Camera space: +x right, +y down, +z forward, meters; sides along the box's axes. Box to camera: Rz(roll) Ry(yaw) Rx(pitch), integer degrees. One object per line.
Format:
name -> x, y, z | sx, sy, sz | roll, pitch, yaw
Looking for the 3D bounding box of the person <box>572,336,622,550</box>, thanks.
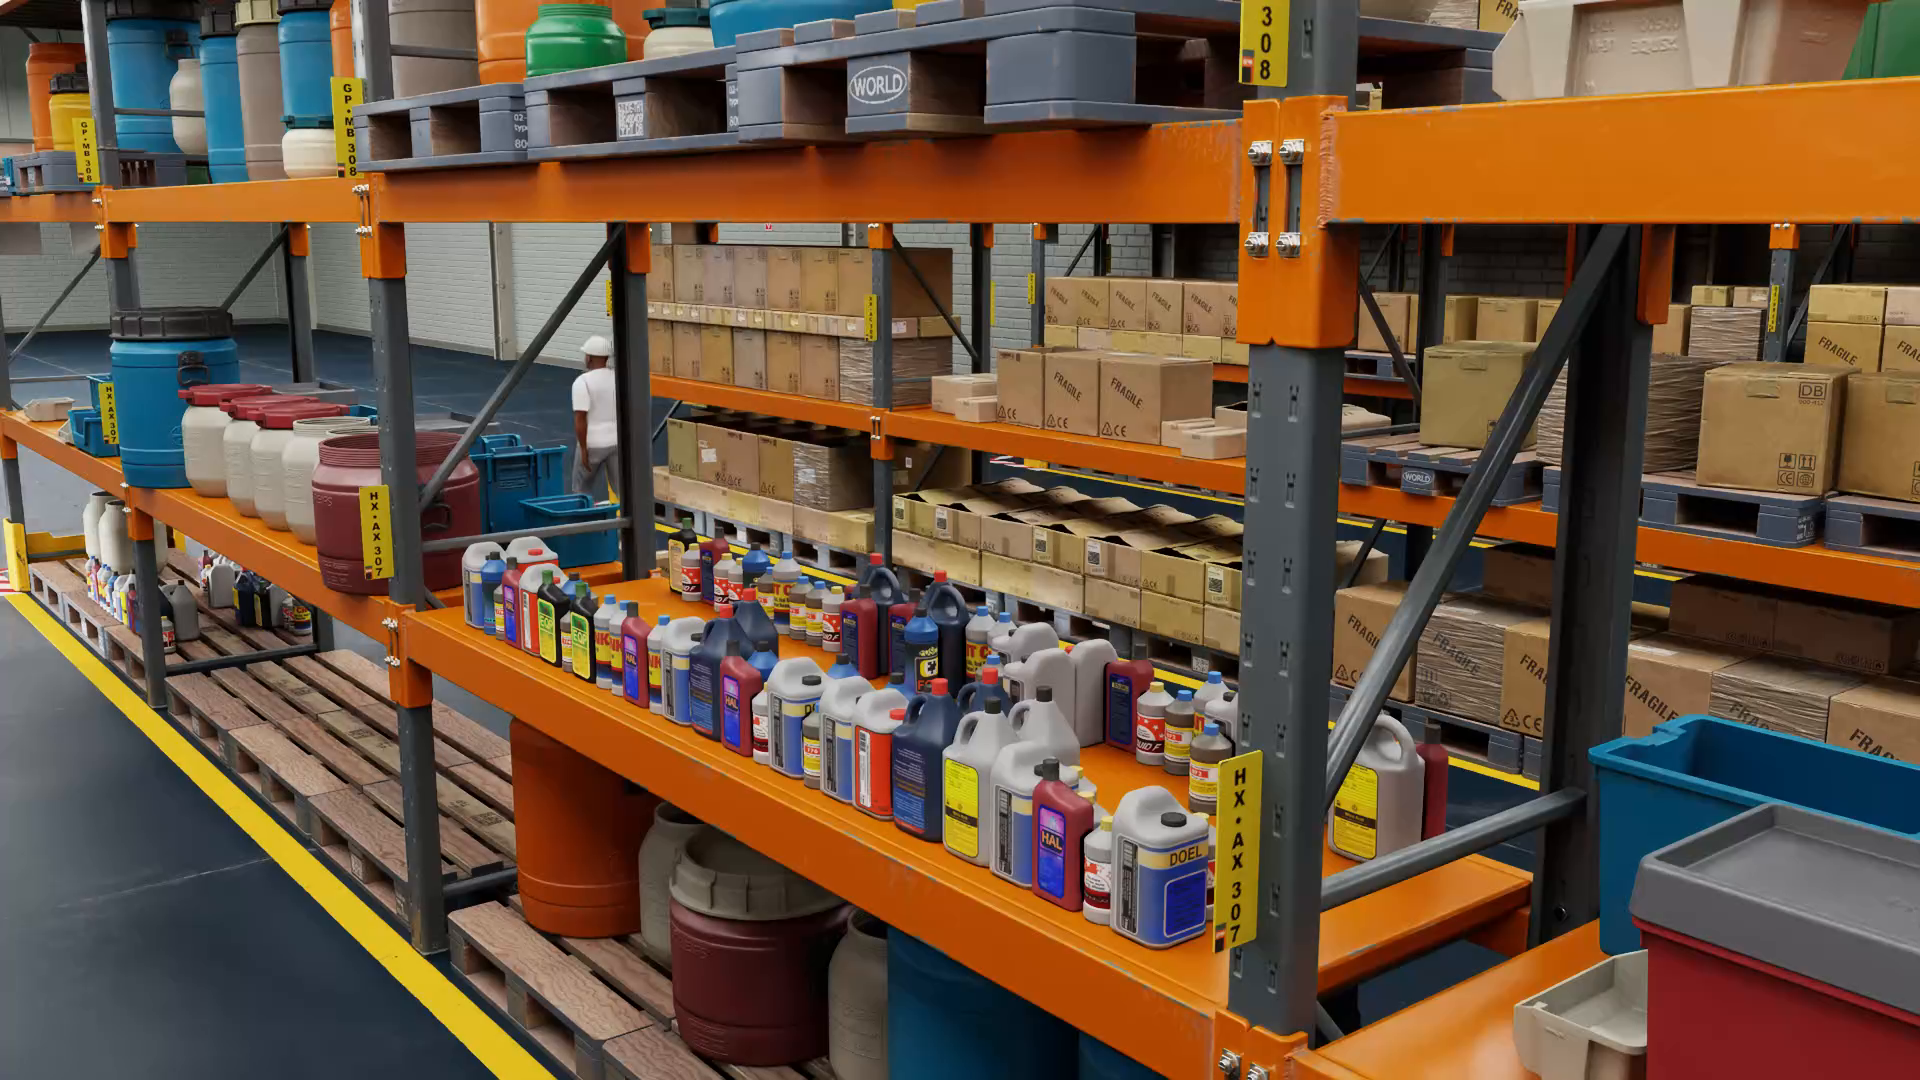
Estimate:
person -> -2.921, -0.798, 13.445 | 0.585, 1.706, 1.012 | -9, 14, -38
